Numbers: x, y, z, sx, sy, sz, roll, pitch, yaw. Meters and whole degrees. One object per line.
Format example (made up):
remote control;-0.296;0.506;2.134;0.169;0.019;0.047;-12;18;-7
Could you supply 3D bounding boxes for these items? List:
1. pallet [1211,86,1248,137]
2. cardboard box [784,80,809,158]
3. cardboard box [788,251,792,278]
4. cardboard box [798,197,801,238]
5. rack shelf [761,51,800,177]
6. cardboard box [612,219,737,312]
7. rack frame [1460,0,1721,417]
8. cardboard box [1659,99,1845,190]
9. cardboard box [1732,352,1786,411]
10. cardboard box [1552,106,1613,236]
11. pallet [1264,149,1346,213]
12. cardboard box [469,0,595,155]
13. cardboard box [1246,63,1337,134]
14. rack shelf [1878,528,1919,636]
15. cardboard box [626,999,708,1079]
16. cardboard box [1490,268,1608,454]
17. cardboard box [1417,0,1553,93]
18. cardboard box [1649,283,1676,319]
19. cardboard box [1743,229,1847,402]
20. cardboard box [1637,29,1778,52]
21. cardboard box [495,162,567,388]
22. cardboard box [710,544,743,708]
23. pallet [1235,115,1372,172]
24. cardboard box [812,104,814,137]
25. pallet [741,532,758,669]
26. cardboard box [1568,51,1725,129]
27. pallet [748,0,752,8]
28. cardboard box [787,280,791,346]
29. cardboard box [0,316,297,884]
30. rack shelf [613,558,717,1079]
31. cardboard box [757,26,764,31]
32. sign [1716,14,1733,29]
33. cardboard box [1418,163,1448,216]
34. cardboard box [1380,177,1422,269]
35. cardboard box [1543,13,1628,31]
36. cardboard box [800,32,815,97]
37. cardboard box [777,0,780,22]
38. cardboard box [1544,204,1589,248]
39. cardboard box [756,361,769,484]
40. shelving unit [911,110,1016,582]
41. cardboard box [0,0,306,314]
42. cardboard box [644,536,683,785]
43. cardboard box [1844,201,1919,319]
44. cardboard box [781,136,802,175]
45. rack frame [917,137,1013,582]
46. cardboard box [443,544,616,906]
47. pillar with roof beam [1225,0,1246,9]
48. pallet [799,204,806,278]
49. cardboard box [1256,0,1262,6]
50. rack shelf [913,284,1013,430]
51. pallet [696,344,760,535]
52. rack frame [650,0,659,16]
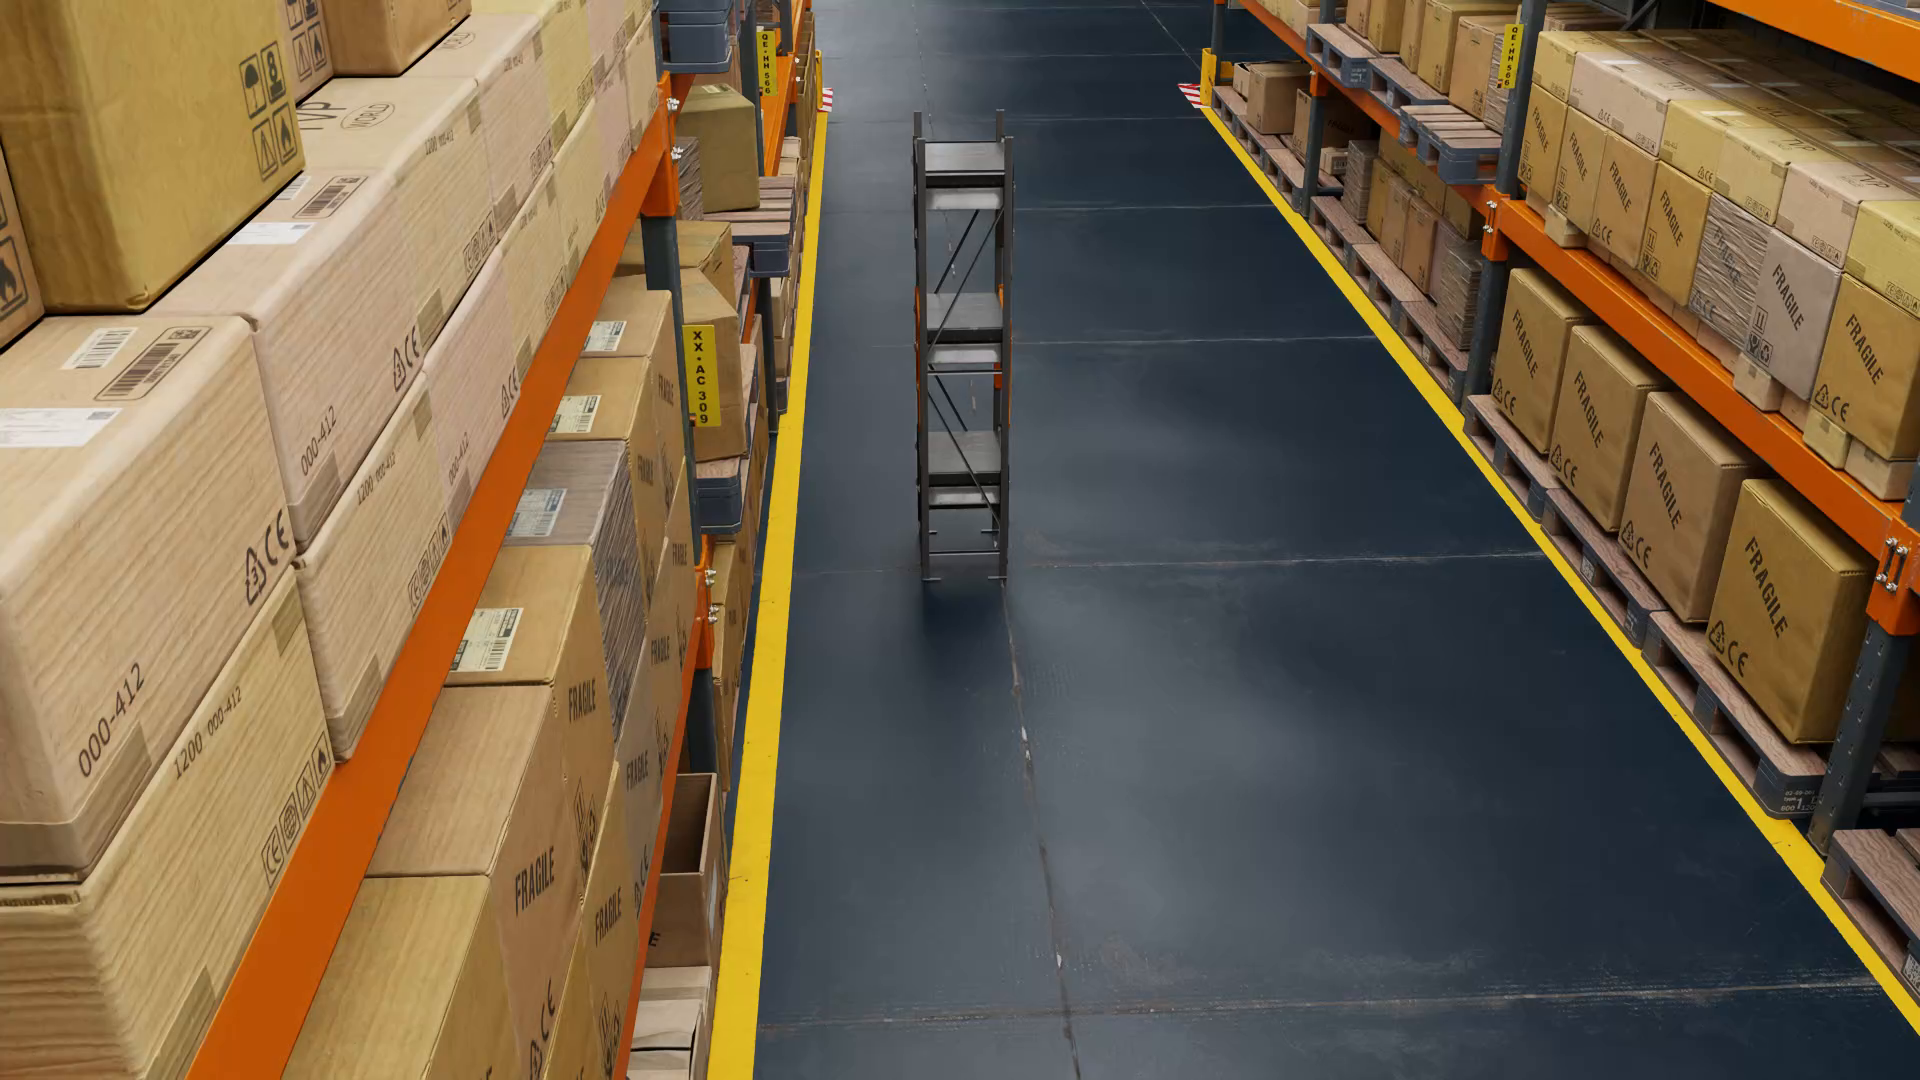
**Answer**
pallet;3.008;-4.107;15.897;1.003;0.211;1.213;-1;28;-3
cardboard box;-1.452;-3.308;13.057;0.500;0.500;0.500;-1;28;-3
cardboard box;-1.326;-1.882;10.527;0.500;0.311;0.500;-2;28;-4
cardboard box;-1.405;-2.335;12.003;0.500;0.250;0.500;-2;28;-3
rack shelf;-1.636;-2.544;10.662;1.077;0.370;4.000;-1;28;-3
cardboard box;-1.223;-0.863;6.098;0.700;0.500;0.500;3;28;5
rack frame;3.415;-2.060;8.957;1.000;3.000;0.127;-1;28;-3
cardboard box;3.273;-1.648;6.903;0.500;0.250;0.500;-2;28;-4
cardboard box;3.246;-0.617;6.440;0.380;0.149;0.250;-1;28;-3
cardboard box;3.203;-1.773;7.954;0.500;0.500;0.500;0;28;-1
pallet;3.136;-2.981;13.737;1.003;0.211;1.213;-1;28;-3
cardboard box;-0.980;-0.897;3.104;0.500;0.250;0.500;-1;28;-3
cardboard box;2.962;-3.917;14.743;0.700;0.500;0.500;-3;28;-6
rack shelf;3.728;1.029;3.811;1.077;0.370;4.000;-1;28;-3
cardboard box;-0.971;1.508;4.547;0.500;0.311;0.500;-1;28;-3
cardboard box;3.322;-0.951;8.700;0.750;0.750;0.750;-2;28;-3
cardboard box;3.293;-3.092;10.350;0.700;0.500;0.500;-1;28;-3
cardboard box;3.292;-1.092;7.351;0.380;0.149;0.250;-1;28;-2
cardboard box;3.312;-0.841;6.167;0.500;0.500;0.500;-1;28;-2
cardboard box;3.698;-2.375;8.297;0.500;0.250;0.500;-1;28;-1
cardboard box;-0.960;-0.444;2.777;0.500;0.250;0.500;-1;28;-3
cardboard box;-1.144;0.346;6.570;0.500;0.500;0.500;-1;28;-2
pallet;3.069;-3.545;14.819;1.003;0.211;1.213;-1;28;-3
cardboard box;-1.536;-3.668;14.558;0.500;0.250;0.500;-1;28;-3
pallet;-1.470;0.205;7.629;1.003;0.211;1.213;-1;28;-3
cardboard box;3.210;-2.114;7.797;0.500;0.250;0.500;-2;28;-3
pallet;-1.344;-2.120;6.031;1.213;0.211;1.003;-1;28;-3
cardboard box;-1.293;-1.387;10.185;0.500;0.250;0.500;-2;28;-4
cardboard box;-0.881;0.027;1.333;0.500;0.250;0.500;-1;28;-3
rack shelf;-1.218;1.151;3.578;1.077;0.370;4.000;-1;28;-3
cardboard box;-1.671;-3.494;11.867;0.500;0.250;0.500;0;28;1
sign;3.969;-2.589;8.718;0.100;0.325;0.005;-1;28;-3
cardboard box;3.326;-2.313;10.858;0.500;0.250;0.500;-2;28;-3
cardboard box;3.325;-2.181;11.415;0.700;0.500;0.500;-1;28;-2
cardboard box;3.367;-2.746;8.986;0.380;0.149;0.250;-5;28;-9
cardboard box;-1.557;-4.231;14.827;0.500;0.500;0.500;-1;28;-3
cardboard box;-1.826;-4.511;13.547;0.700;0.500;0.500;-1;28;-2
cardboard box;3.135;-1.559;8.245;0.380;0.149;0.250;-1;28;-1
cardboard box;-1.248;-0.600;8.383;0.500;0.500;0.500;0;28;-1
shelving unit;0.009;-0.855;7.618;0.431;2.100;0.503;-1;28;-3
cardboard box;-1.099;-0.532;1.594;0.700;0.500;0.500;-1;28;-3
cardboard box;-1.012;0.326;4.272;0.500;0.500;0.500;-1;28;-1
cardboard box;3.344;-0.940;5.547;0.500;0.250;0.500;-1;28;-1
cardboard box;-1.433;-2.822;12.330;0.500;0.311;0.500;-1;28;-3
rack frame;0.021;-0.742;7.402;0.400;2.100;0.015;-1;28;-3
cardboard box;-0.957;0.349;3.147;0.500;0.500;0.500;-2;28;-3
pillar with roof beam;-0.715;-10.779;19.187;9.100;9.000;0.400;-1;28;-3
pallet;-1.663;-2.211;12.260;1.003;0.211;1.213;-1;28;-3
cardboard box;2.792;-4.756;14.266;0.500;0.250;0.500;-1;28;-2
rack shelf;0.009;-0.842;7.624;0.431;0.518;0.480;-1;28;-3
pallet;-1.255;-0.378;5.940;1.003;0.211;1.213;-1;28;-3
rack frame;-1.323;-2.752;3.795;1.000;3.000;0.127;-1;28;-3
